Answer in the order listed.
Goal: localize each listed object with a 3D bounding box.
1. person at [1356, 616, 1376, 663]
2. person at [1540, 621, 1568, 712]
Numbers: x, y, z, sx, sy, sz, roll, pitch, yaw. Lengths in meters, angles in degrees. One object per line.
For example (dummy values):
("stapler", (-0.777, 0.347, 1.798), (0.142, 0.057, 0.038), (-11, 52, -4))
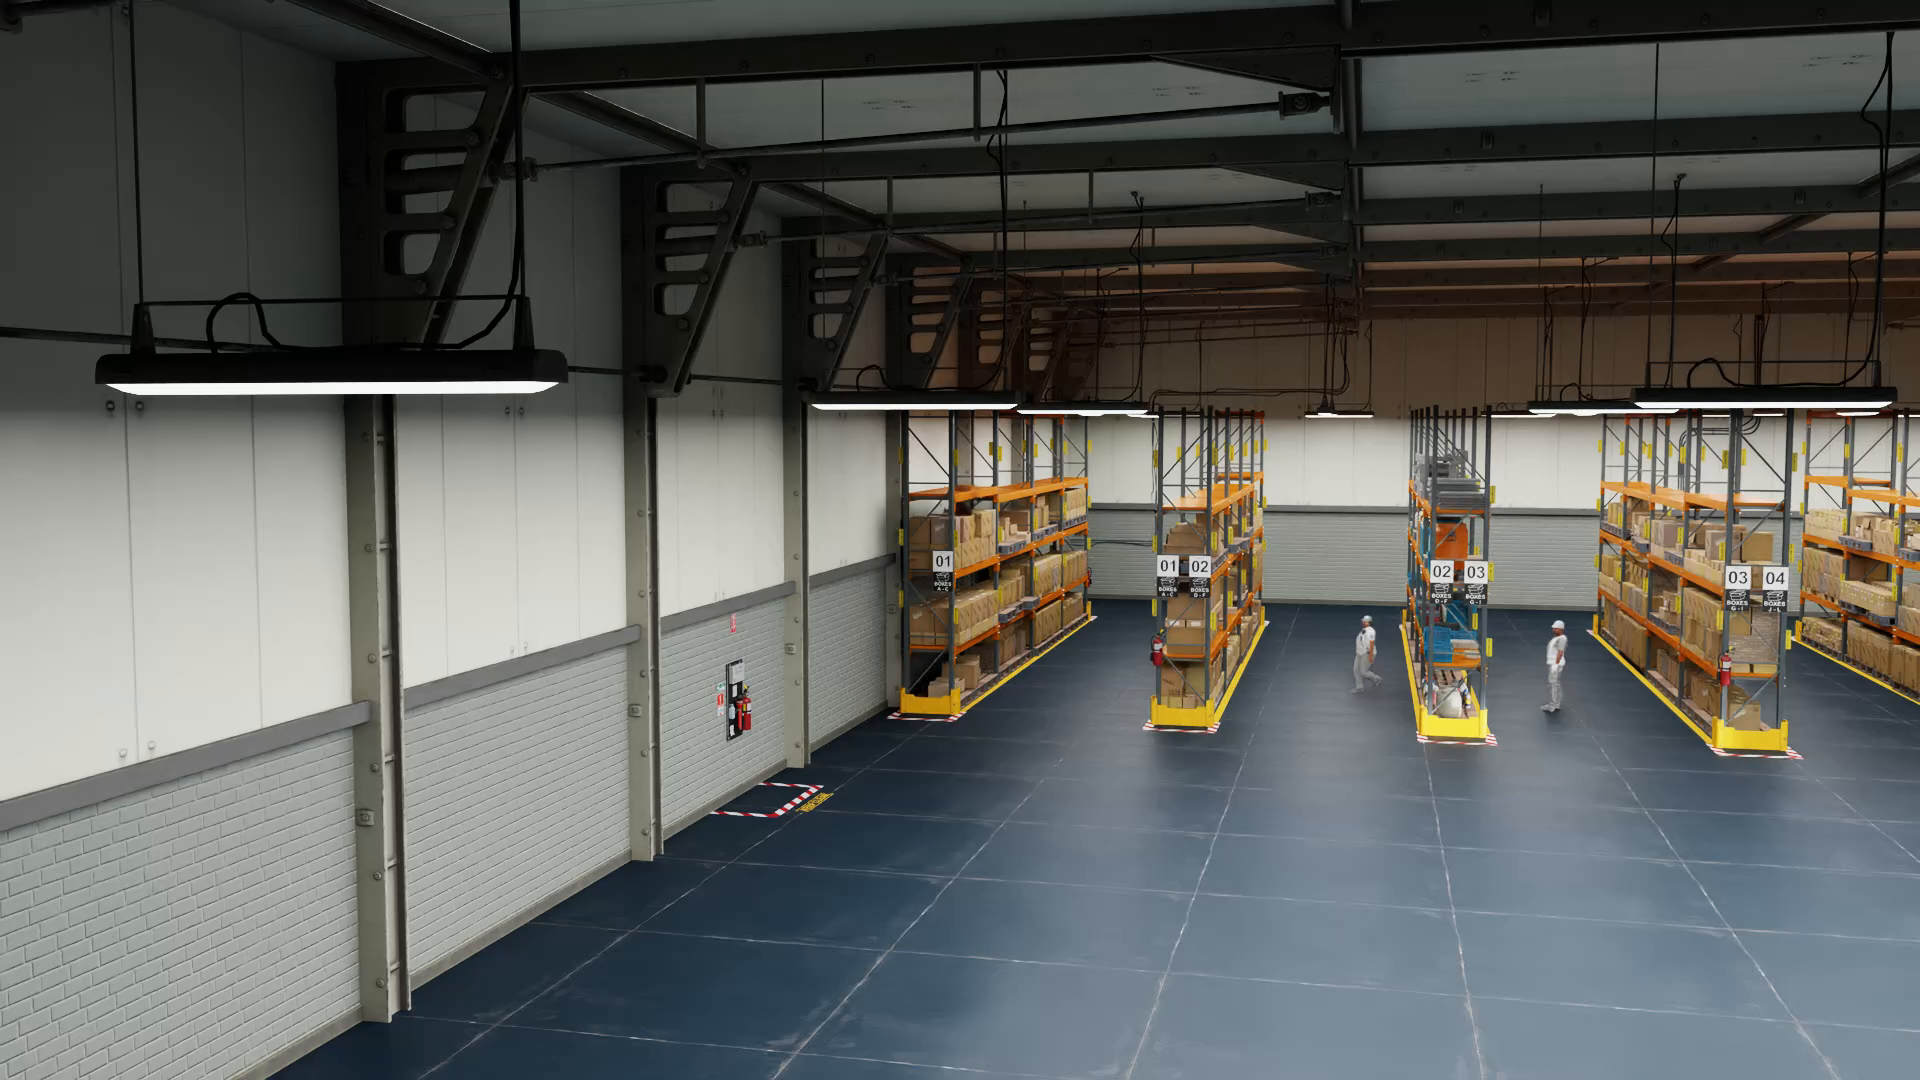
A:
("person", (8.497, 2.092, 34.827), (0.434, 1.003, 0.565), (-2, 5, -29))
("person", (11.742, 2.479, 32.850), (0.487, 1.784, 0.526), (2, 4, 23))
